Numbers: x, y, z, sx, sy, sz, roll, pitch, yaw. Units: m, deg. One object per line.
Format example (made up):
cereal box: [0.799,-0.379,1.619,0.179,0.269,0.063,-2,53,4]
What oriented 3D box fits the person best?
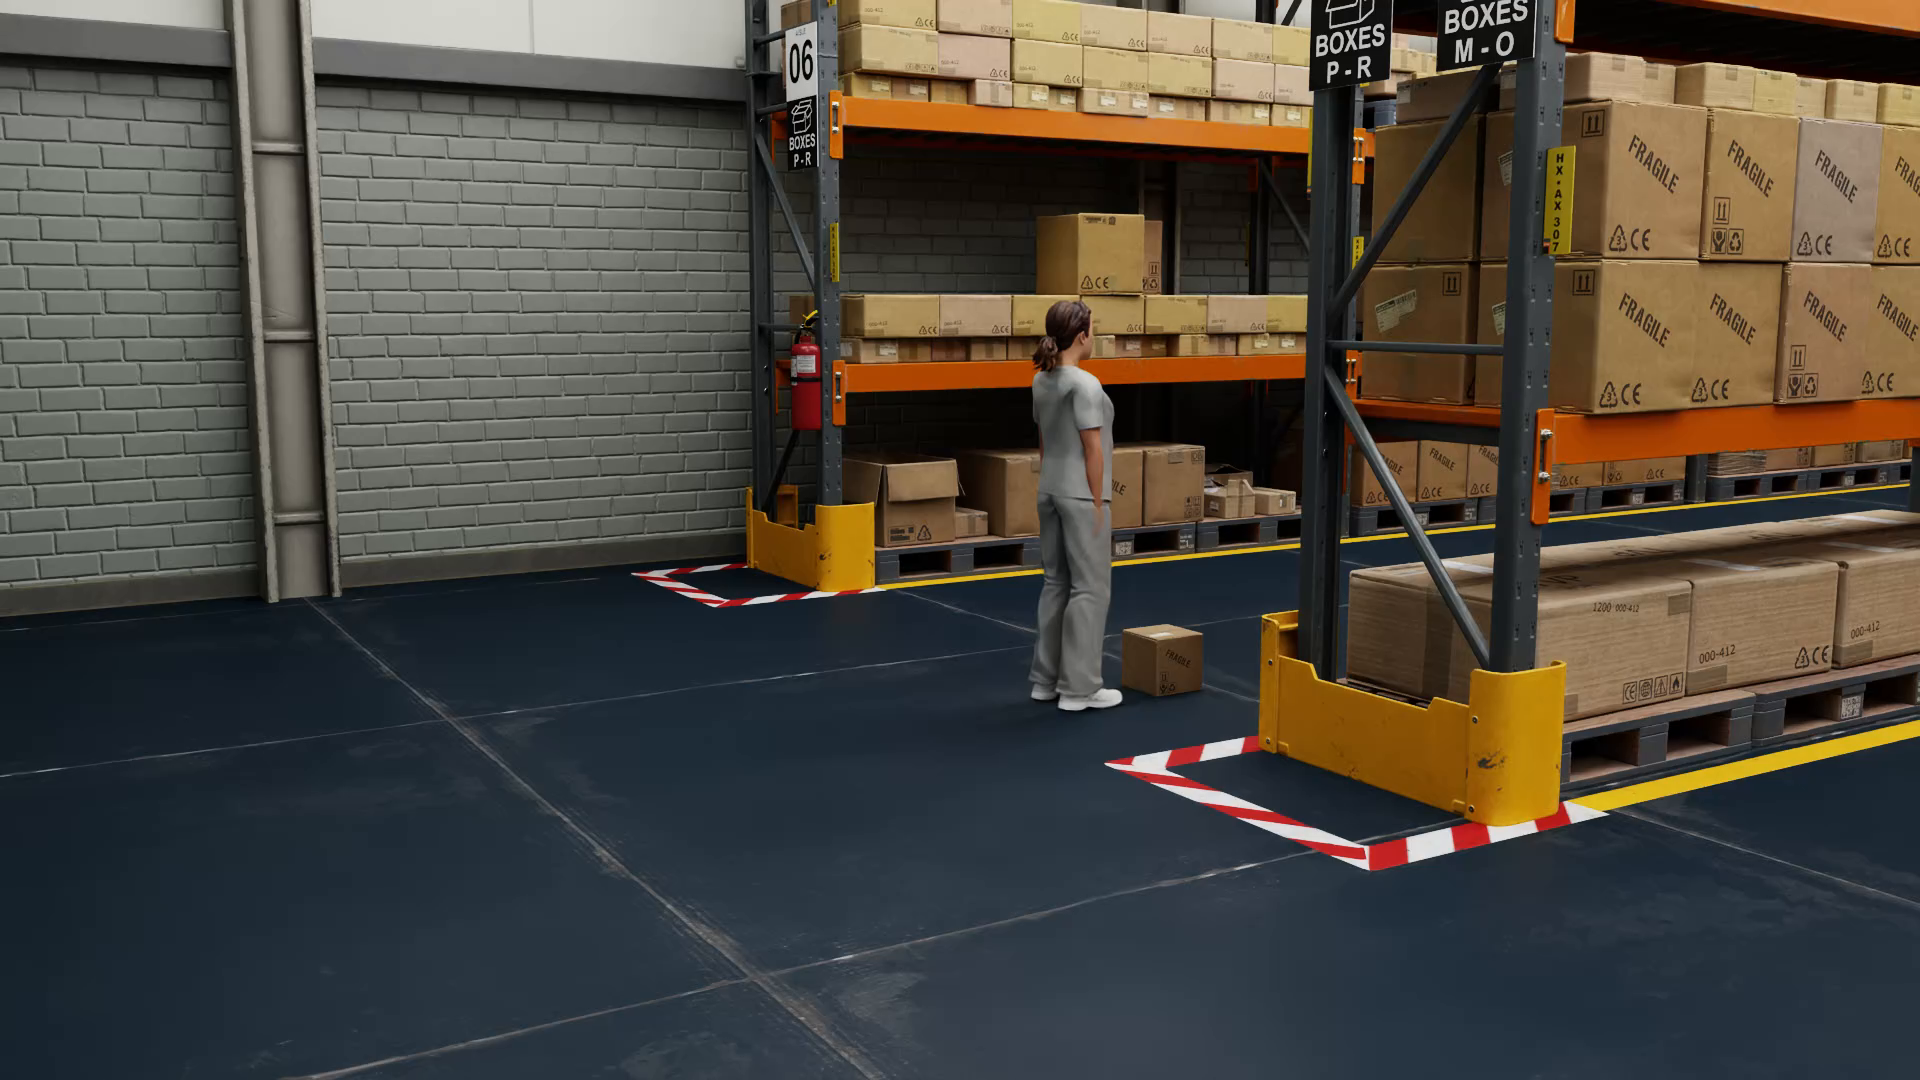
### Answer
person: [0.455,-0.145,6.863,0.362,1.670,0.437,-5,9,-30]
